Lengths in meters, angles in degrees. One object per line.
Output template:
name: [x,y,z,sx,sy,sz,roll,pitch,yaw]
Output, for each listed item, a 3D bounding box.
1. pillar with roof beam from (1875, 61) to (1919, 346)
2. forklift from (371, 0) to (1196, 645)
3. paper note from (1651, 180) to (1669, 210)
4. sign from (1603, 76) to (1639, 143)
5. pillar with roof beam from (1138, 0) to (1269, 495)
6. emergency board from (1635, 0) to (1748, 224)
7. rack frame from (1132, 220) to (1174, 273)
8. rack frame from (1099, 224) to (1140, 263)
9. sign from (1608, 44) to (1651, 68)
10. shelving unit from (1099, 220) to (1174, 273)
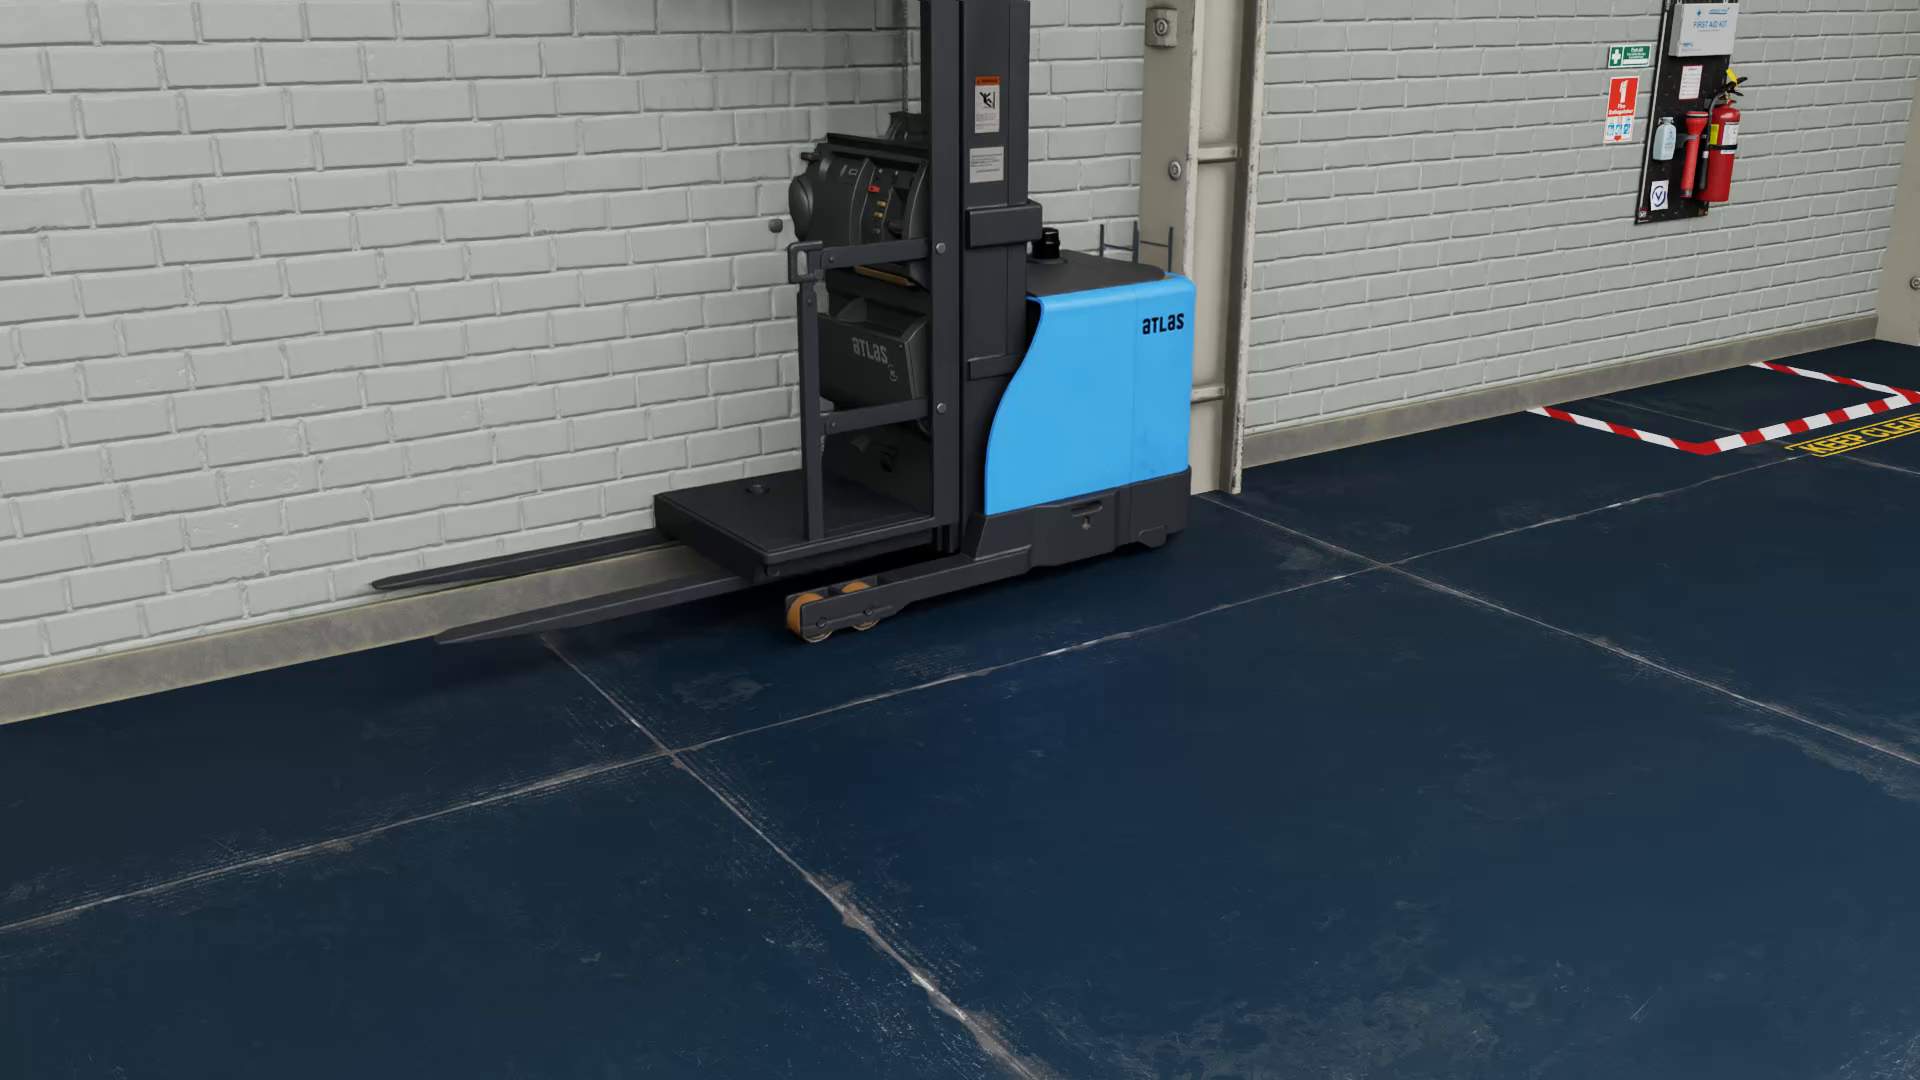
pillar with roof beam: [8.379,-4.387,5.671,0.400,9.000,9.100,-12,22,-31]
forklift: [-0.569,-1.229,5.803,3.031,2.935,1.130,-13,23,-34]
paper note: [3.740,-1.842,8.884,0.142,0.148,0.016,-12,22,-31]
sign: [3.407,-2.219,8.568,0.234,0.329,0.001,-12,22,-31]
pillar with roof beam: [3.367,-3.330,2.545,0.400,9.000,9.100,-12,22,-31]
emergency board: [3.926,-2.272,8.781,0.643,1.169,0.194,-12,22,-31]
rack frame: [0.797,-0.735,7.045,0.006,1.200,0.240,-13,23,-34]
rack frame: [0.649,-0.701,6.944,0.006,1.200,0.240,-13,23,-34]
sign: [3.416,-2.468,8.479,0.331,0.109,0.001,-12,22,-31]
shelving unit: [0.723,-0.718,6.995,0.189,1.200,0.258,-13,23,-34]
